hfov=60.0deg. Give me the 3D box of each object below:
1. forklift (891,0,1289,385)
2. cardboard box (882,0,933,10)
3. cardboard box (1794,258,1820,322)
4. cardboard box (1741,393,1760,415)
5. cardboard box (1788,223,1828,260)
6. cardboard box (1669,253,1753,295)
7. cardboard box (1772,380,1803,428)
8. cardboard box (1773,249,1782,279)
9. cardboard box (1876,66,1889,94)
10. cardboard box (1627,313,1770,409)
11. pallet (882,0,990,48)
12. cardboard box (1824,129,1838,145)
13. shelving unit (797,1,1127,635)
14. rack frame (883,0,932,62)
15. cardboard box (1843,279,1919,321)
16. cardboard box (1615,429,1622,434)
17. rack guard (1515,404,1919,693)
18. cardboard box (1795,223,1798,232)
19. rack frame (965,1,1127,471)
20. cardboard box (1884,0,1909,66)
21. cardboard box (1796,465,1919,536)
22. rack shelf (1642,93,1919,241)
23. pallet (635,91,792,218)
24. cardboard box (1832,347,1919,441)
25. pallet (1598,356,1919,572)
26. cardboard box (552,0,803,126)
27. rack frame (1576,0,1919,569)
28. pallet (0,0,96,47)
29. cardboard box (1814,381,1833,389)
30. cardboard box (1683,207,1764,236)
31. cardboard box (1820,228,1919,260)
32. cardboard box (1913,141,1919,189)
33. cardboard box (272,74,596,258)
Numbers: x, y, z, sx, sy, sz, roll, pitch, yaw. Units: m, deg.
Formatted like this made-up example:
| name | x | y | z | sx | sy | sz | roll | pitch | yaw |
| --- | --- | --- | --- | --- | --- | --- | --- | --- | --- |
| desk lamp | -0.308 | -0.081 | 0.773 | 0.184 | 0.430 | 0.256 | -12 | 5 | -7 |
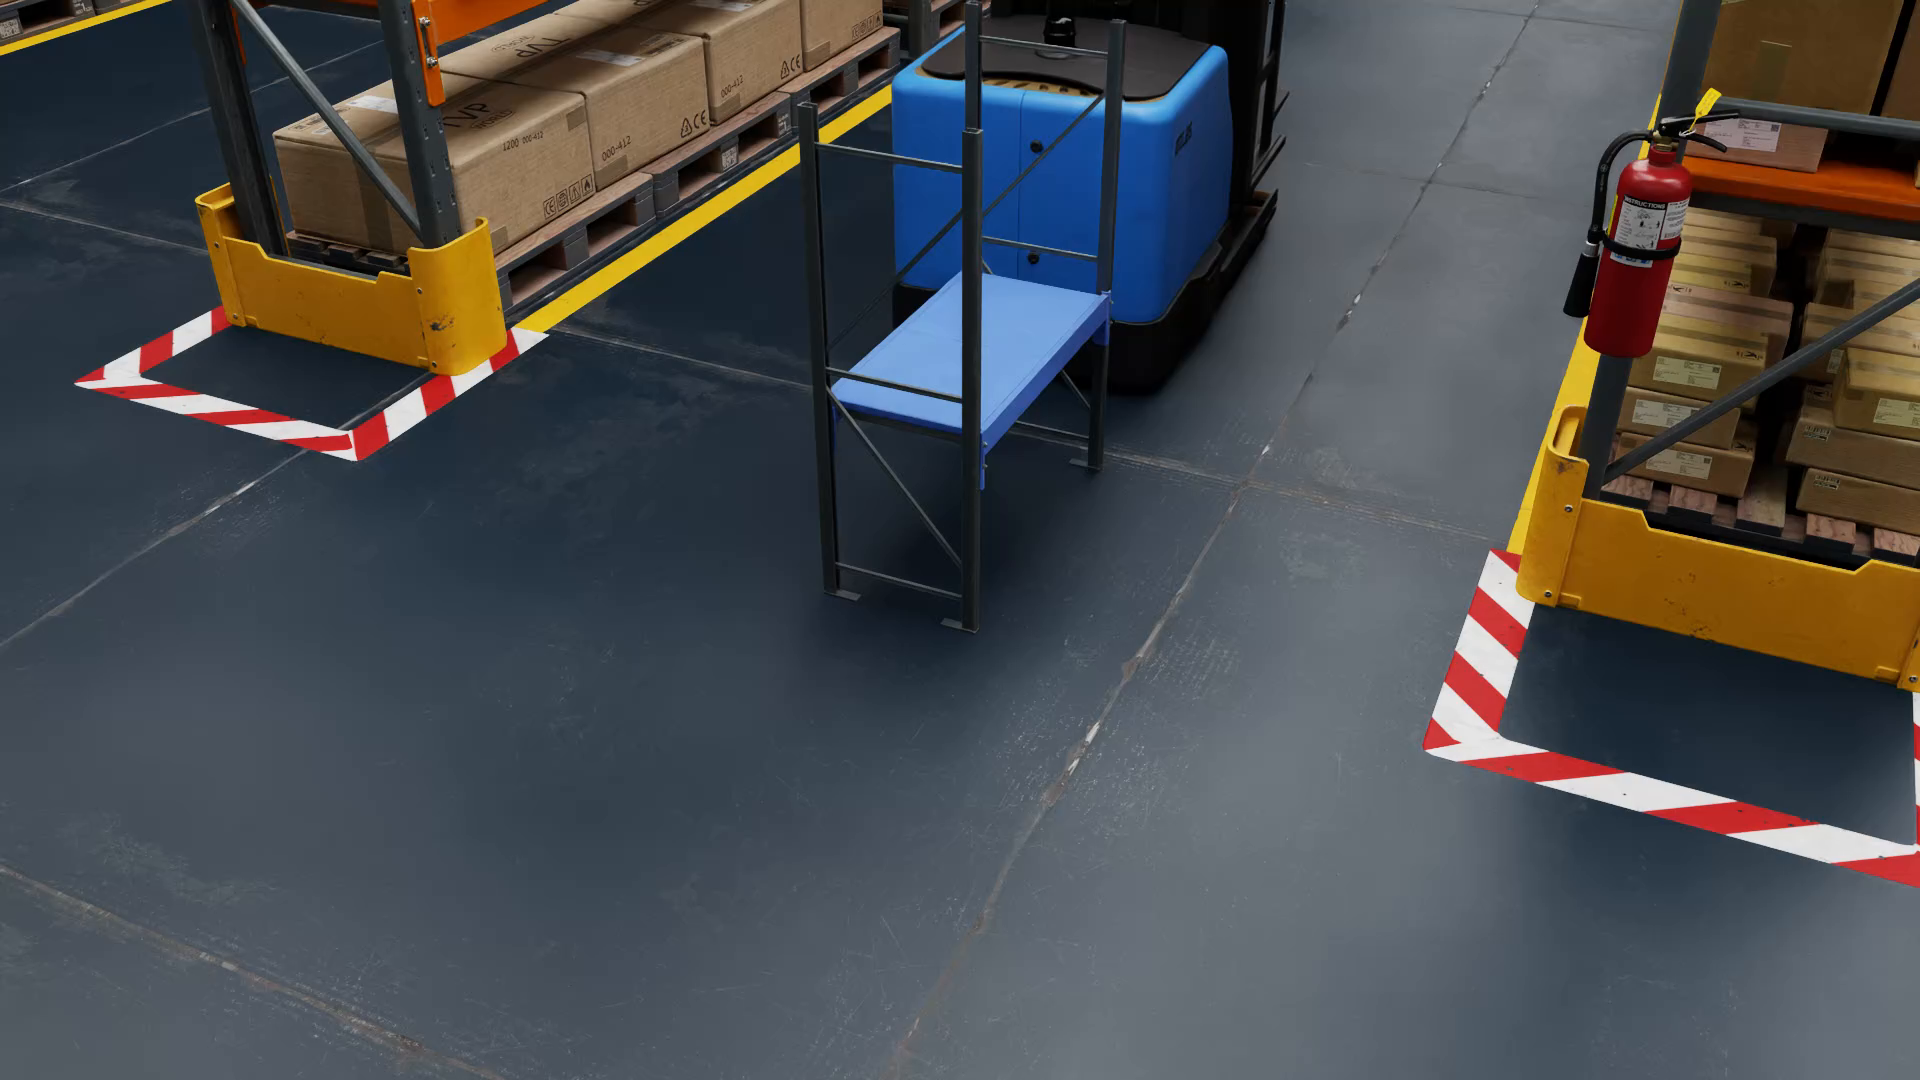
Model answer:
| name | x | y | z | sx | sy | sz | roll | pitch | yaw |
| --- | --- | --- | --- | --- | --- | --- | --- | --- | --- |
| forklift | 0.760 | -2.581 | 6.514 | 1.130 | 2.935 | 3.031 | 12 | 35 | 18 |
| cardboard box | -0.451 | -3.688 | 9.694 | 0.875 | 0.875 | 0.875 | 15 | 36 | 22 |
| cardboard box | 3.098 | -0.829 | 5.724 | 0.380 | 0.149 | 0.250 | 12 | 35 | 18 |
| cardboard box | 2.347 | -0.550 | 5.300 | 0.380 | 0.149 | 0.250 | 13 | 36 | 19 |
| cardboard box | 3.296 | -1.106 | 6.146 | 0.380 | 0.149 | 0.250 | 16 | 36 | 23 |
| cardboard box | 2.369 | -0.821 | 5.440 | 0.380 | 0.149 | 0.250 | 13 | 36 | 19 |
| cardboard box | 2.870 | -0.442 | 5.405 | 0.380 | 0.149 | 0.250 | 15 | 36 | 21 |
| cardboard box | 2.910 | -1.061 | 6.349 | 0.380 | 0.149 | 0.250 | 15 | 36 | 22 |
| cardboard box | 2.875 | -1.396 | 4.873 | 0.380 | 0.149 | 0.250 | 16 | 36 | 23 |
| cardboard box | 2.219 | -0.550 | 5.028 | 0.380 | 0.149 | 0.250 | 15 | 36 | 21 |
| pallet | -0.383 | -3.309 | 10.105 | 1.003 | 0.211 | 1.213 | 14 | 36 | 20 |
| cardboard box | 2.245 | -1.234 | 4.625 | 0.380 | 0.149 | 0.250 | 14 | 36 | 20 |
| shelving unit | 0.036 | -0.670 | 4.904 | 0.538 | 1.500 | 1.048 | 14 | 36 | 20 |
| rack frame | -0.637 | -4.074 | 8.727 | 1.000 | 3.000 | 0.127 | 14 | 36 | 20 |
| cardboard box | 2.983 | -0.673 | 5.215 | 0.380 | 0.149 | 0.250 | 14 | 36 | 20 |
| cardboard box | 2.274 | -0.441 | 5.404 | 0.380 | 0.149 | 0.250 | 15 | 36 | 22 |
| rack guard | 2.259 | 0.011 | 4.777 | 1.175 | 0.500 | 0.348 | 14 | 36 | 20 |
| cardboard box | 3.589 | -1.339 | 6.773 | 0.380 | 0.149 | 0.250 | 13 | 36 | 19 |
| rack frame | 0.248 | -0.923 | 5.290 | 0.500 | 1.500 | 0.032 | 14 | 36 | 20 |
| cardboard box | 2.867 | -1.595 | 4.585 | 0.500 | 0.500 | 0.500 | 14 | 36 | 21 |
| cardboard box | 2.737 | -0.167 | 4.987 | 0.380 | 0.149 | 0.250 | 15 | 36 | 21 |
| rack shelf | 3.064 | -1.692 | 5.750 | 1.077 | 0.370 | 4.000 | 14 | 36 | 20 |
| pallet | -1.536 | -1.937 | 8.012 | 1.003 | 0.211 | 1.213 | 14 | 36 | 20 |
| cardboard box | 2.755 | -0.412 | 4.817 | 0.380 | 0.149 | 0.250 | 13 | 35 | 18 |
| pallet | 2.631 | -0.265 | 5.461 | 1.003 | 0.211 | 1.213 | 14 | 36 | 20 |
| cardboard box | -1.372 | -2.444 | 8.195 | 0.875 | 0.438 | 0.875 | 13 | 35 | 19 |
| rack frame | 2.227 | -0.996 | 4.034 | 1.000 | 3.000 | 0.127 | 14 | 36 | 20 |
| pallet | -5.945 | -3.093 | 9.775 | 1.003 | 0.211 | 1.213 | 14 | 36 | 20 |
| cardboard box | 2.846 | -0.430 | 5.116 | 0.380 | 0.149 | 0.250 | 14 | 36 | 20 |
| cardboard box | 2.597 | -1.082 | 5.838 | 0.380 | 0.149 | 0.250 | 16 | 36 | 22 |
| cardboard box | 3.136 | -0.951 | 5.639 | 0.380 | 0.149 | 0.250 | 16 | 36 | 22 |
| cardboard box | 2.661 | -0.978 | 4.234 | 0.380 | 0.149 | 0.250 | 14 | 36 | 20 |
| cardboard box | -2.126 | -1.538 | 6.813 | 0.875 | 0.438 | 0.875 | 13 | 35 | 19 |
